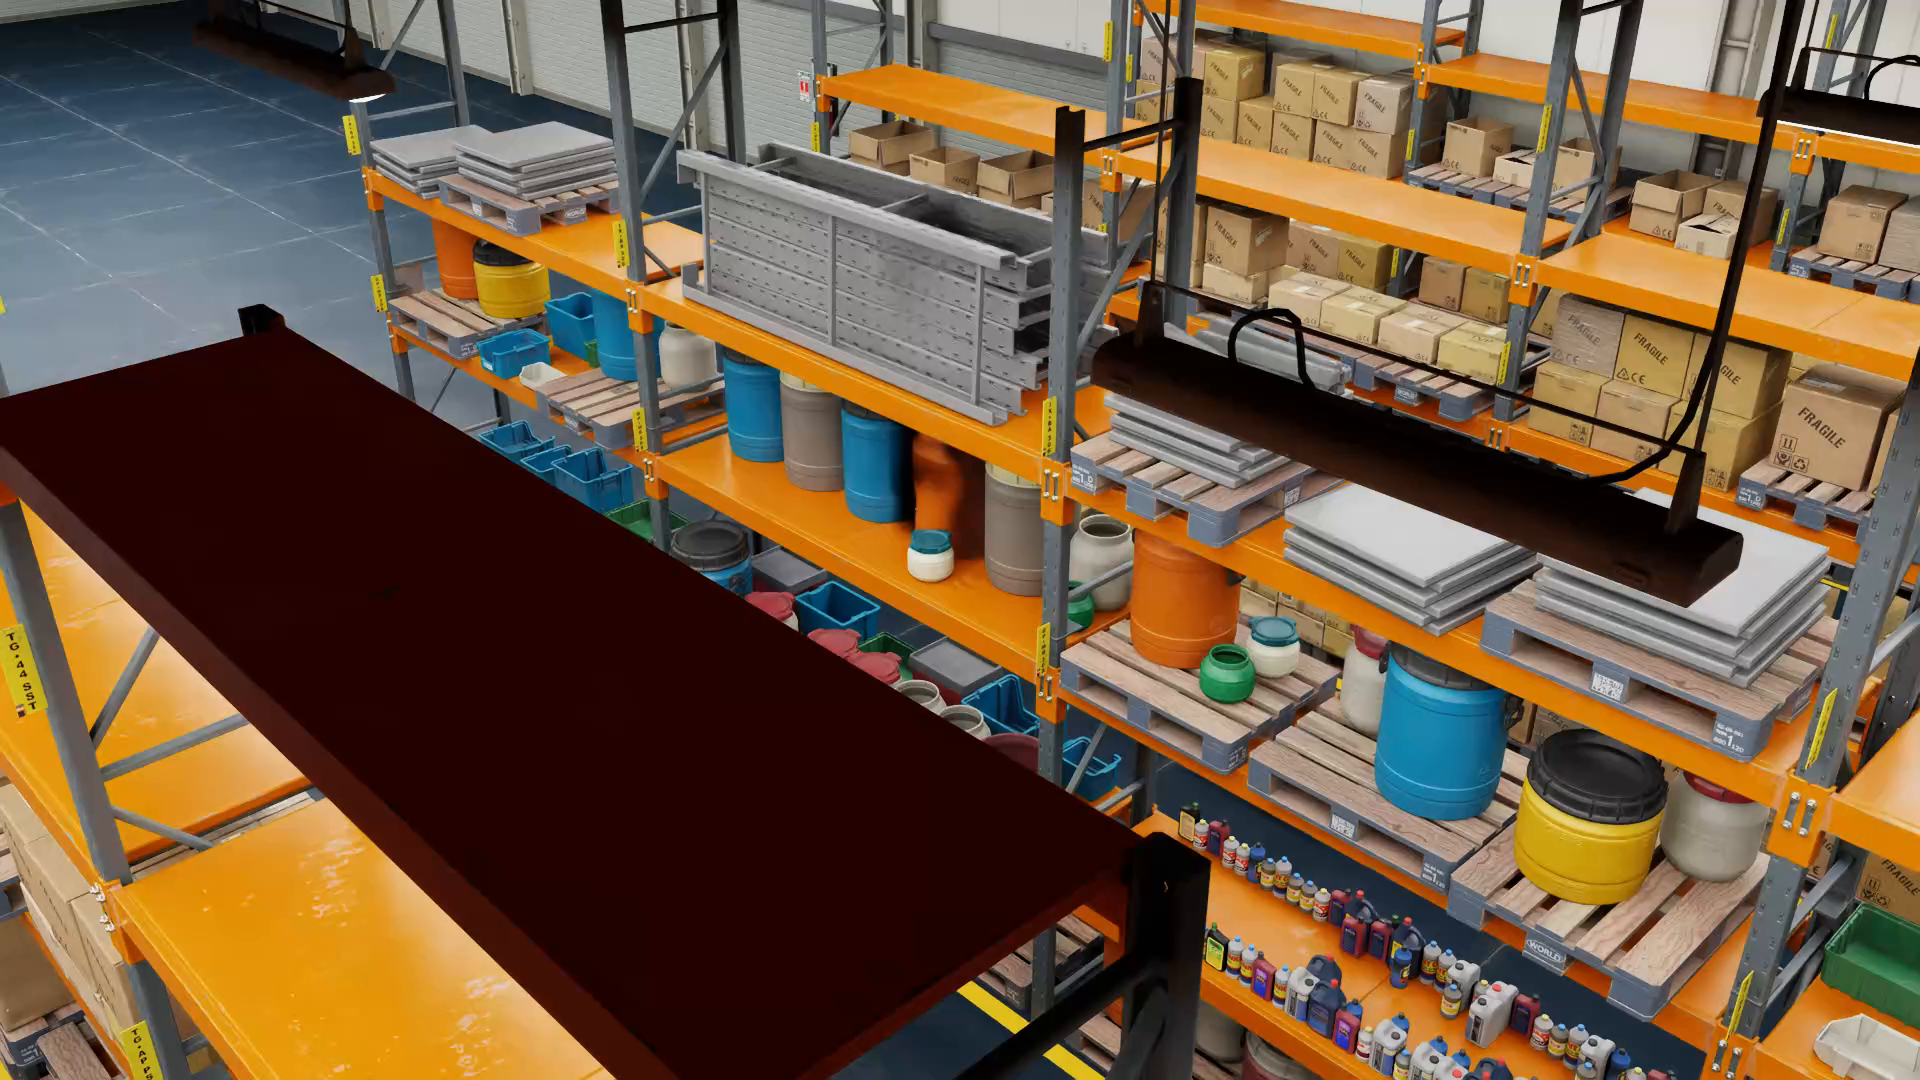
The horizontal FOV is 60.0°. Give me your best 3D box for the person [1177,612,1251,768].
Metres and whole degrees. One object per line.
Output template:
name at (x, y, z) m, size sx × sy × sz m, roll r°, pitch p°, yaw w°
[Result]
person at (2.086, 1.245, 12.802) m, size 0.887 × 1.592 × 0.543 m, roll 21°, pitch 34°, yaw 33°
